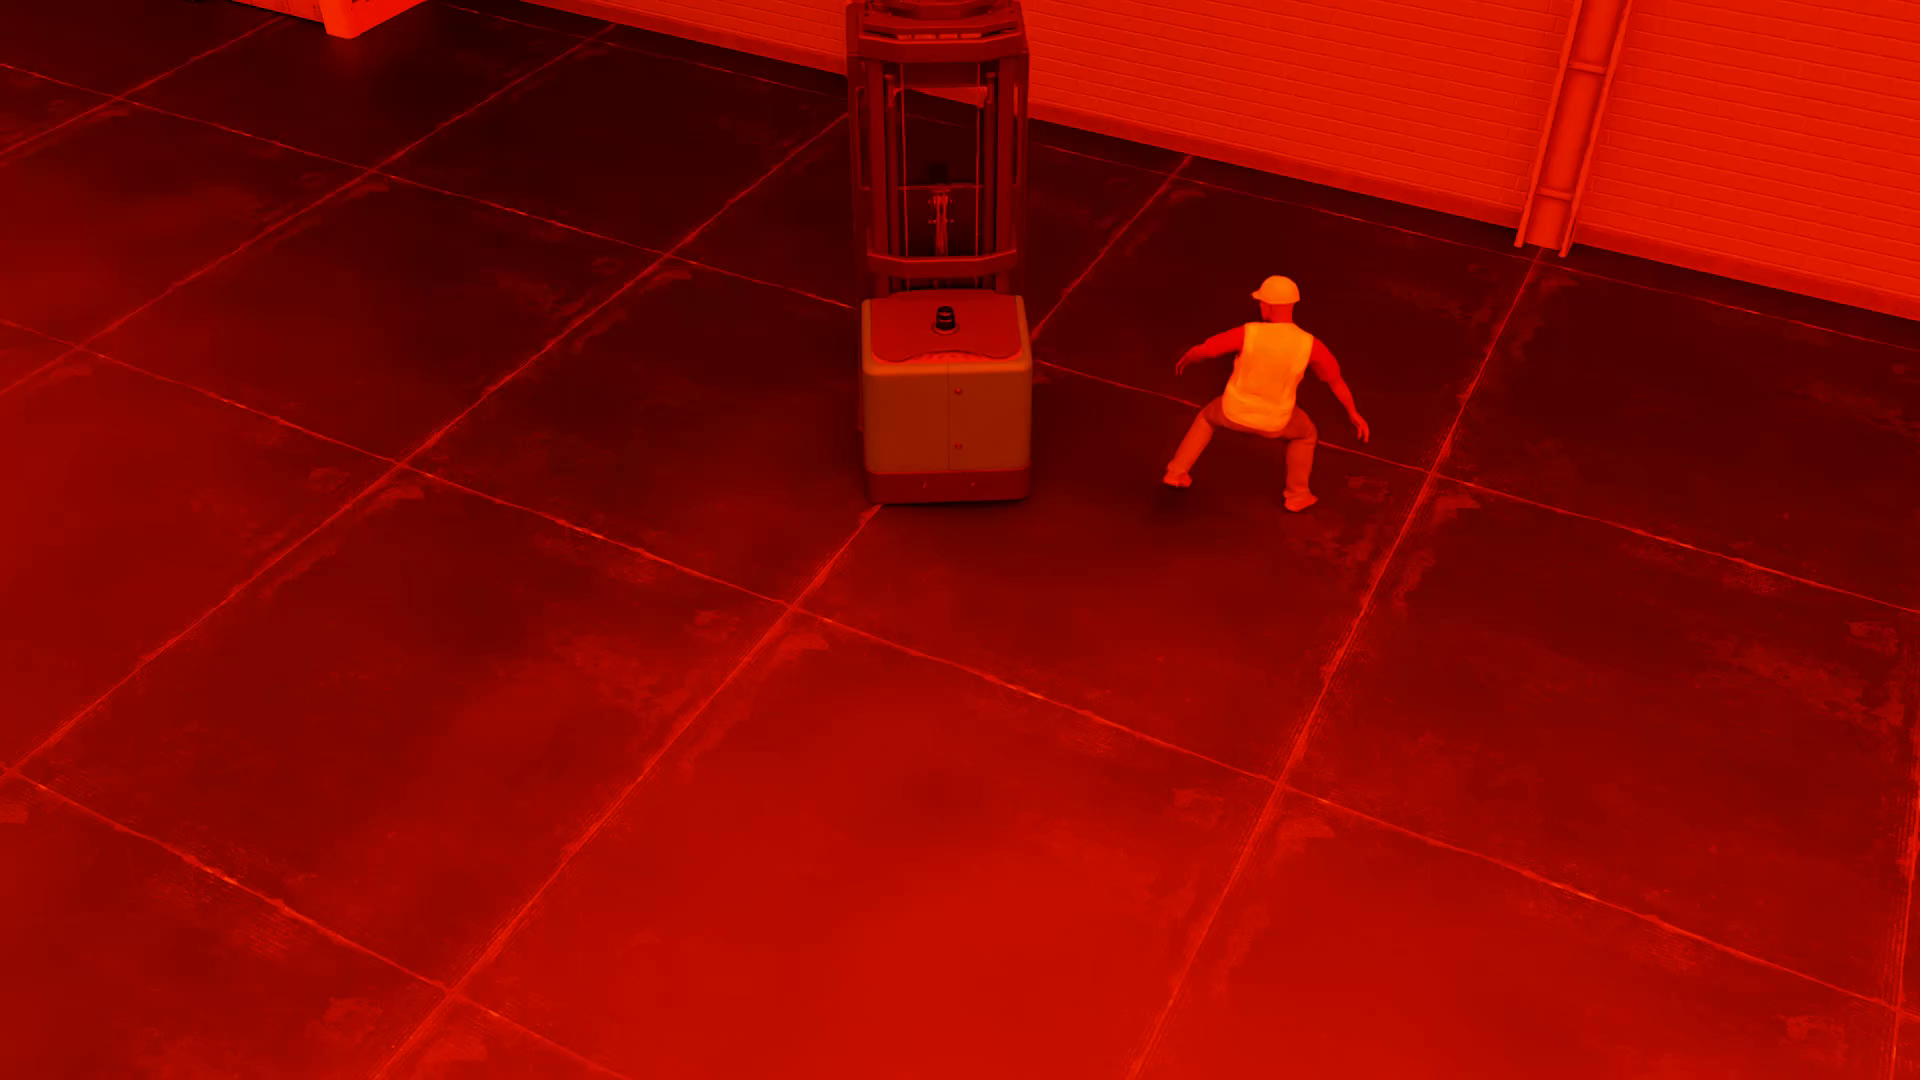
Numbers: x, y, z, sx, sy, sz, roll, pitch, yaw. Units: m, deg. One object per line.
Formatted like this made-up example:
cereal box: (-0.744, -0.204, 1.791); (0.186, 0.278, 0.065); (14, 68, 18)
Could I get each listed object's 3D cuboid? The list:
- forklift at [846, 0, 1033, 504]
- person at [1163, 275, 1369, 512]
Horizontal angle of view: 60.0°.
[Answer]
forklift: (-0.145, -2.280, 10.694); (1.130, 2.935, 3.031); (-2, 40, -2)
person: (1.878, -0.831, 10.046); (1.214, 1.653, 0.517); (11, 41, 13)
